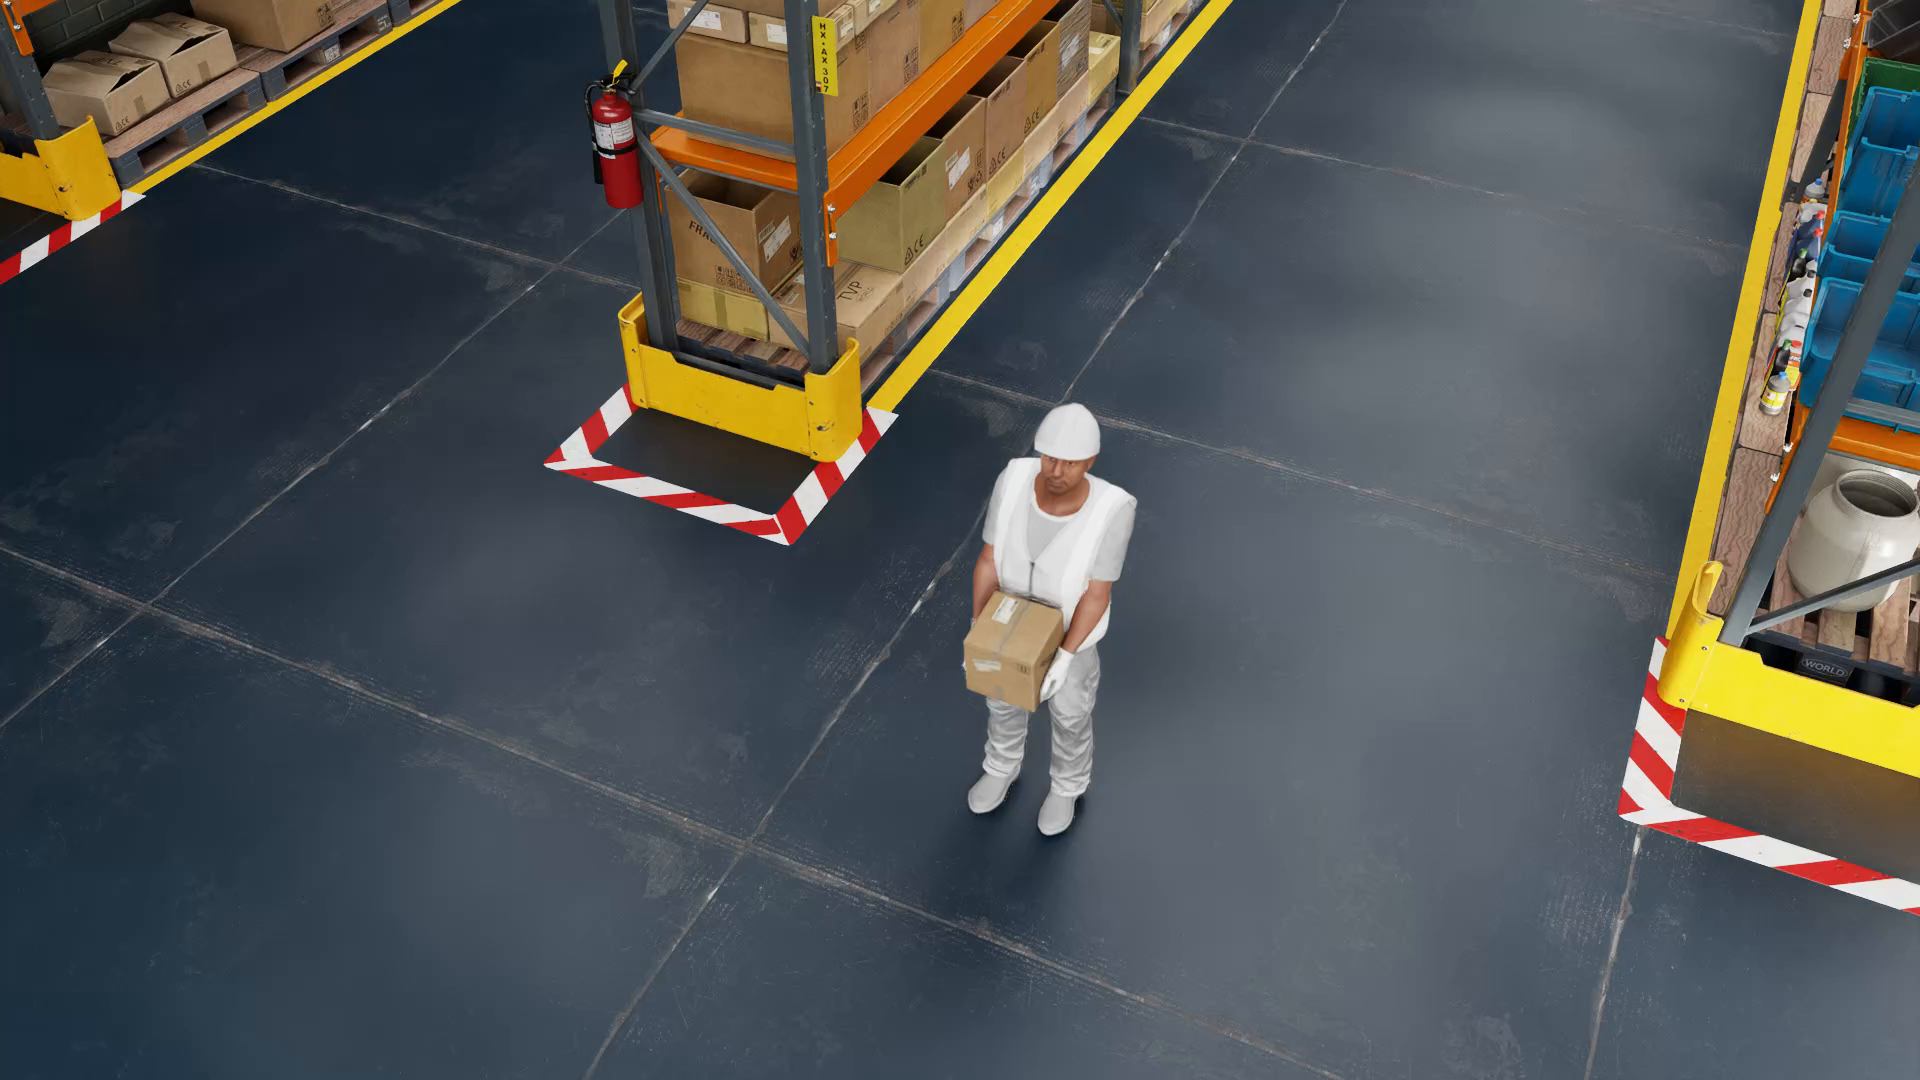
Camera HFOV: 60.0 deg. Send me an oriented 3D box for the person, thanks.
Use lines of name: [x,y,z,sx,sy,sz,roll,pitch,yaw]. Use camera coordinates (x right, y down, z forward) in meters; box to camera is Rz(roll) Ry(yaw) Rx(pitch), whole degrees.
person: [0.273,0.347,5.752,0.499,1.787,0.569,18,45,19]
